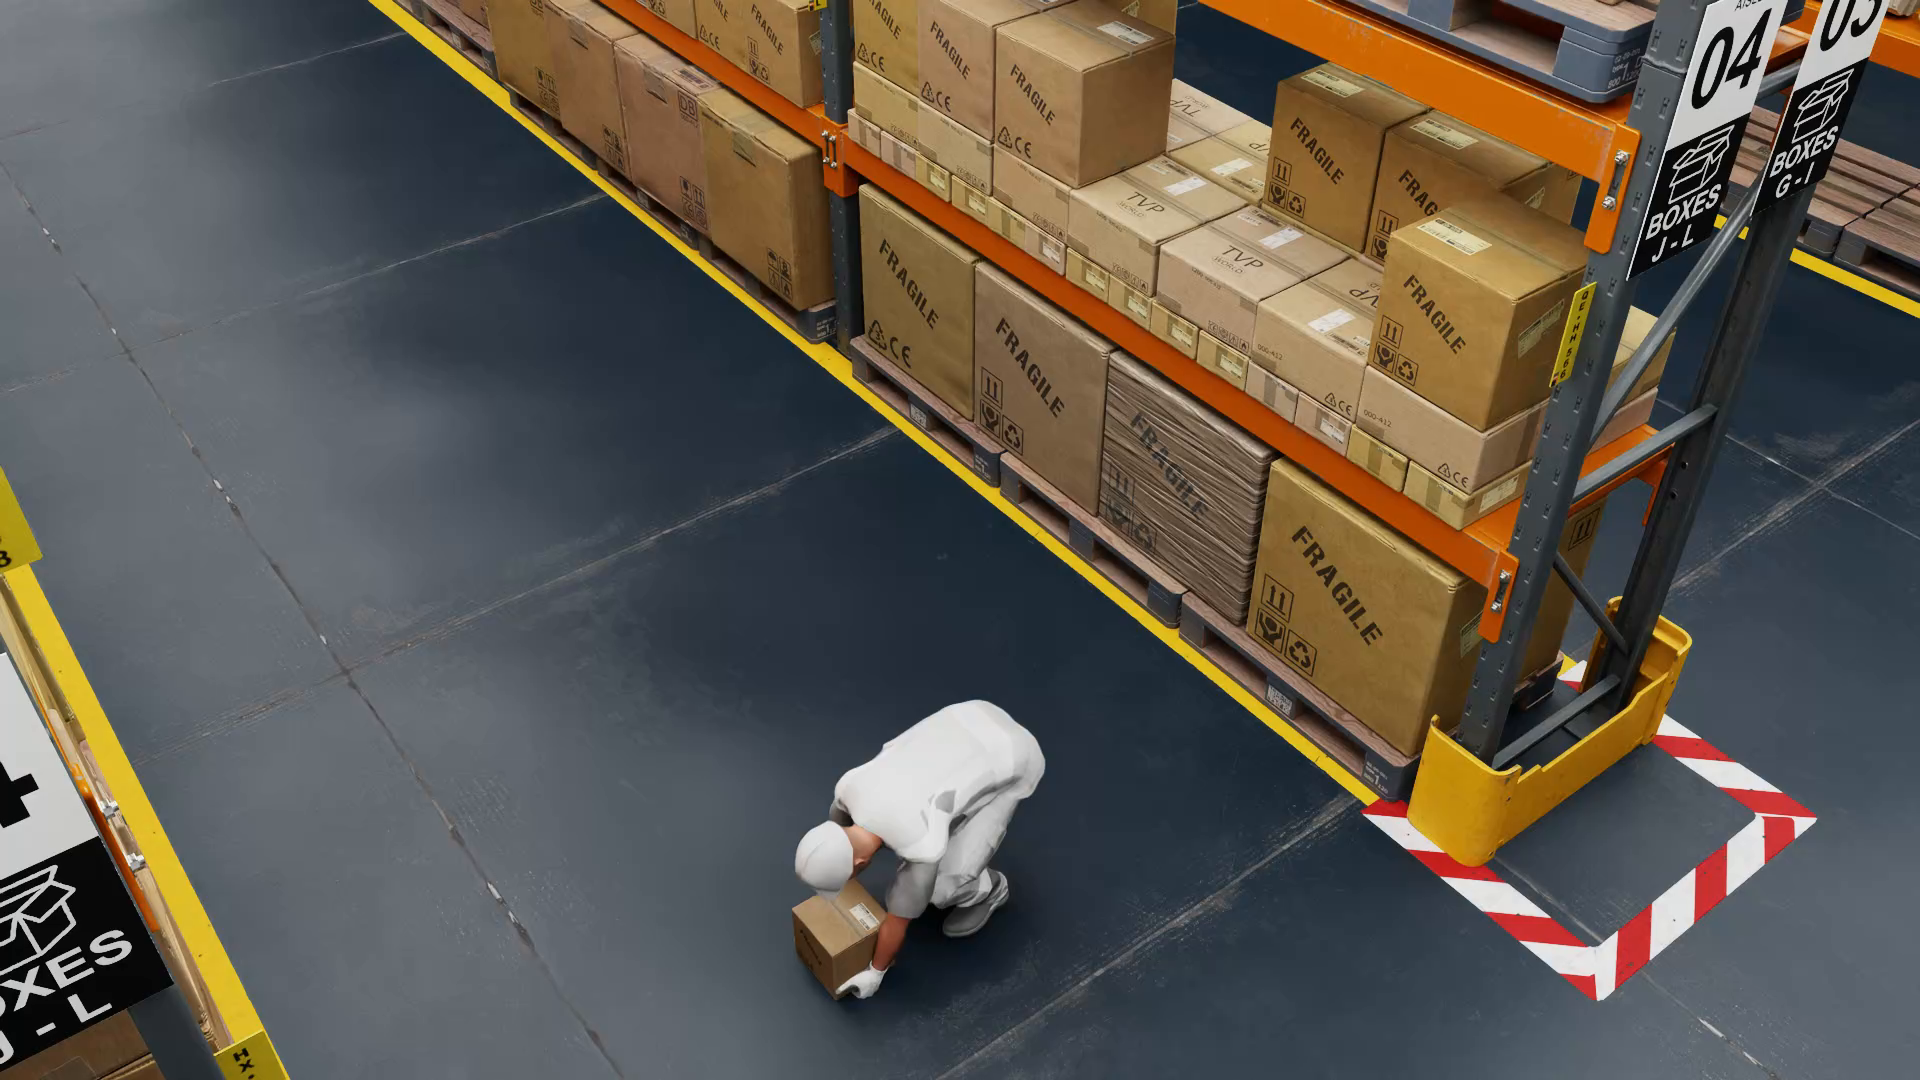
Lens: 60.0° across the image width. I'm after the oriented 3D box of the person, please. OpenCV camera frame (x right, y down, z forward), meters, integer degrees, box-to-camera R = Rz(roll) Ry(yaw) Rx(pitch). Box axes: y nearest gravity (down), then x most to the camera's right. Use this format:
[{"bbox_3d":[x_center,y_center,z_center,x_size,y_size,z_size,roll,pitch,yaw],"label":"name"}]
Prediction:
[{"bbox_3d":[-0.149,1.040,5.681,0.966,0.830,0.527,-28,47,-29],"label":"person"}]
